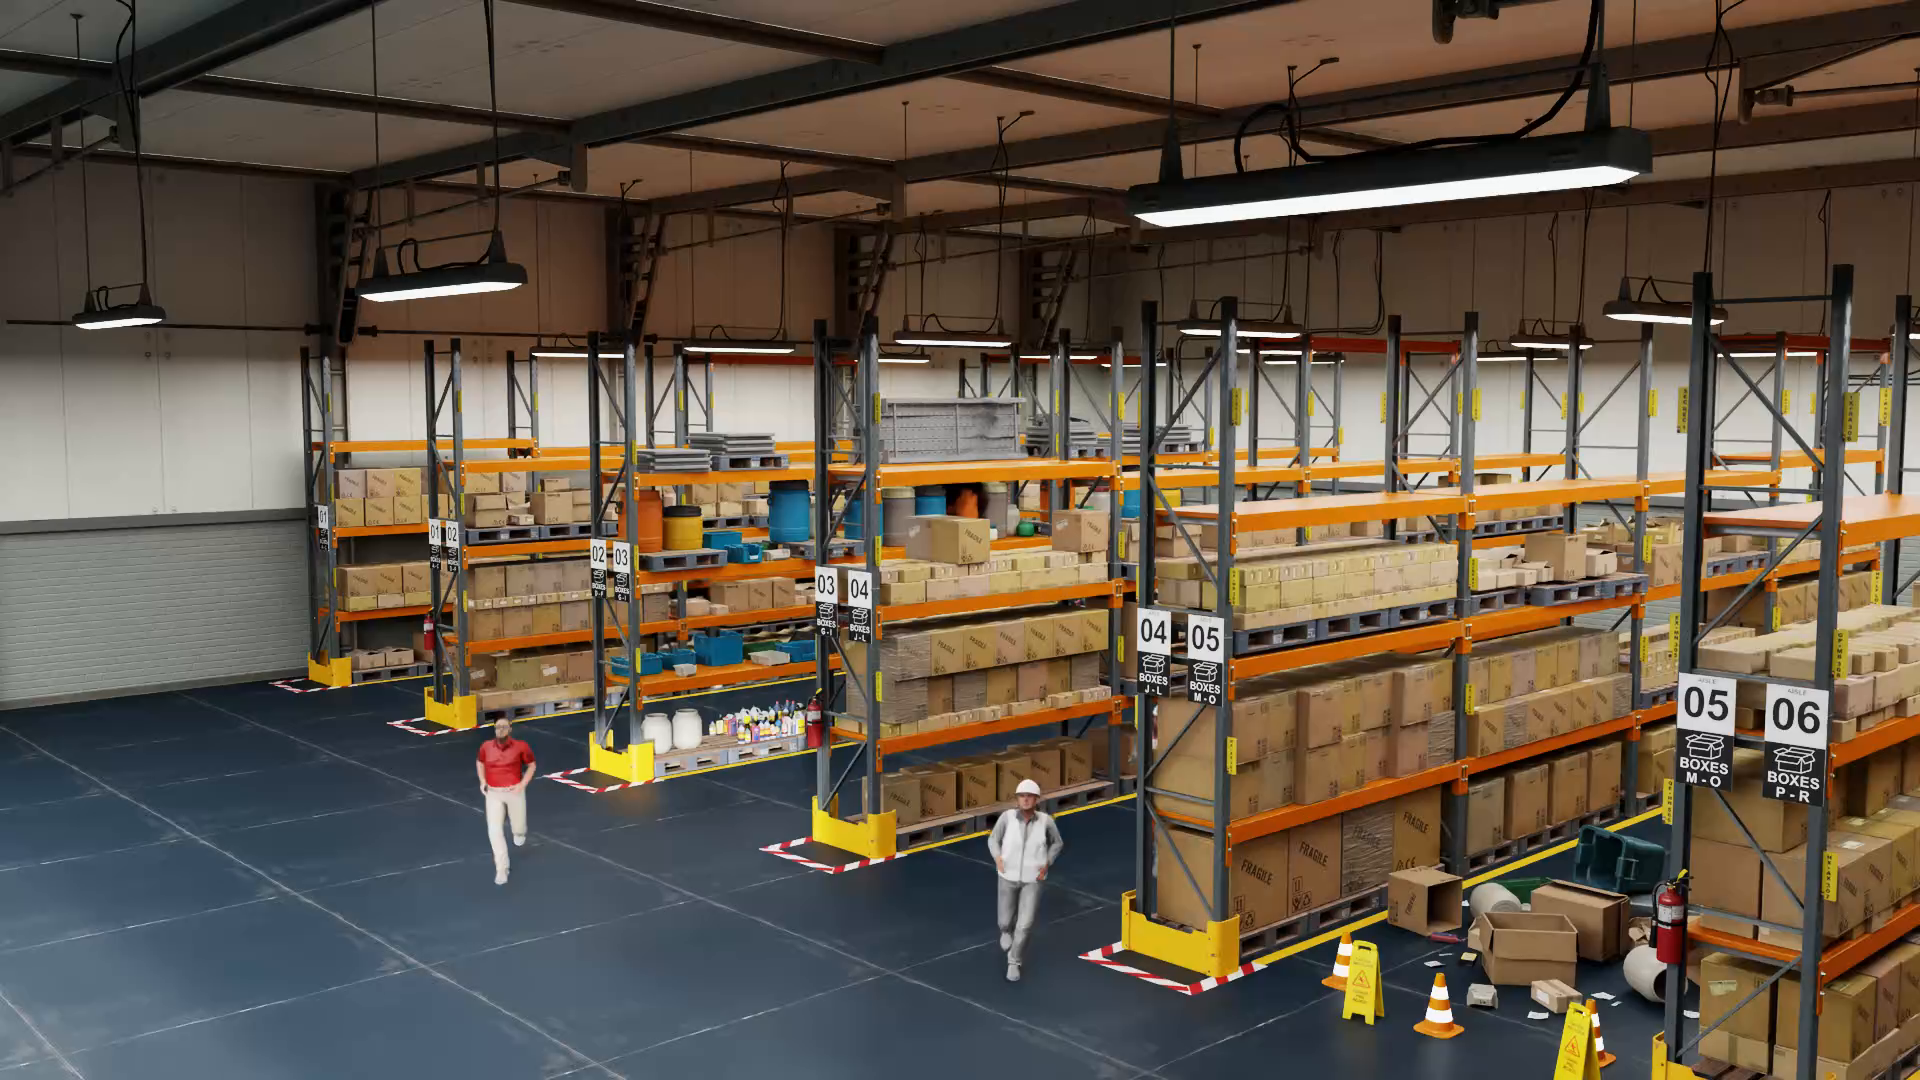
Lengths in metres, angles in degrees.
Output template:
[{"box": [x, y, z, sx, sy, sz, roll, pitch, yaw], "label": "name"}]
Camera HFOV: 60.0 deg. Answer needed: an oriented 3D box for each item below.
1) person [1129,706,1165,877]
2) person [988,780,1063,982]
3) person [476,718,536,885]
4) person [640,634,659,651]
[{"box": [2.123, 2.700, 17.962, 0.659, 1.828, 0.715, 4, 6, 39], "label": "person"}, {"box": [0.584, 2.999, 14.909, 0.677, 1.749, 0.727, 1, 5, 7], "label": "person"}, {"box": [-4.902, 2.770, 17.977, 0.643, 1.728, 1.020, -1, 5, -11], "label": "person"}, {"box": [-5.851, 1.633, 30.739, 0.582, 1.726, 0.758, 4, 7, 41], "label": "person"}]
